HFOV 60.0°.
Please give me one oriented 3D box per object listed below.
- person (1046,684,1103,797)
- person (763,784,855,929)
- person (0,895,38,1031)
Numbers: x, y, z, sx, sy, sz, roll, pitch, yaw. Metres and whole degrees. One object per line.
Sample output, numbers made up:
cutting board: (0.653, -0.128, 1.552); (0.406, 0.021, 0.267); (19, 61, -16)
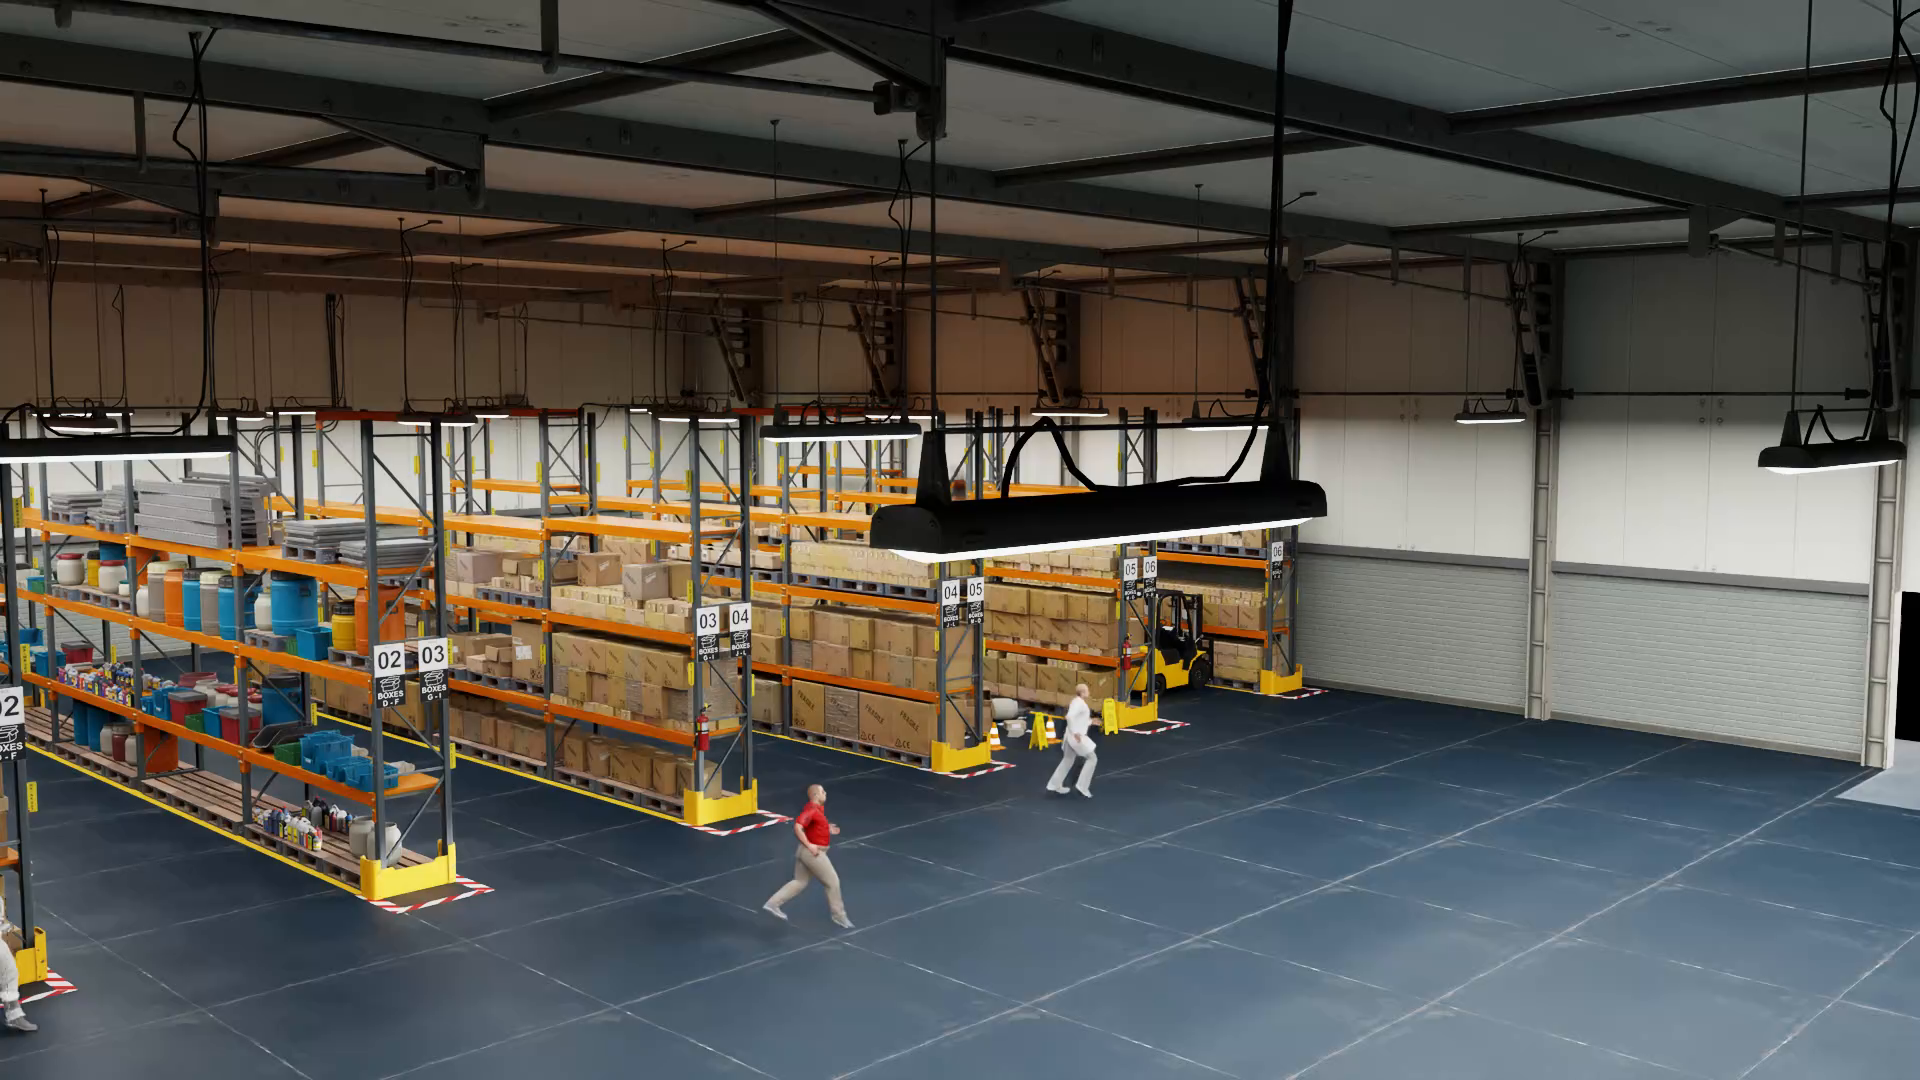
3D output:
person: (1.828, 3.165, 26.087); (0.936, 1.830, 0.636); (-1, 5, -14)
person: (-1.788, 3.758, 19.619); (1.085, 1.780, 0.625); (-2, 5, -20)
person: (-9.638, 3.978, 16.466); (0.929, 1.783, 0.725); (-1, 5, -11)
